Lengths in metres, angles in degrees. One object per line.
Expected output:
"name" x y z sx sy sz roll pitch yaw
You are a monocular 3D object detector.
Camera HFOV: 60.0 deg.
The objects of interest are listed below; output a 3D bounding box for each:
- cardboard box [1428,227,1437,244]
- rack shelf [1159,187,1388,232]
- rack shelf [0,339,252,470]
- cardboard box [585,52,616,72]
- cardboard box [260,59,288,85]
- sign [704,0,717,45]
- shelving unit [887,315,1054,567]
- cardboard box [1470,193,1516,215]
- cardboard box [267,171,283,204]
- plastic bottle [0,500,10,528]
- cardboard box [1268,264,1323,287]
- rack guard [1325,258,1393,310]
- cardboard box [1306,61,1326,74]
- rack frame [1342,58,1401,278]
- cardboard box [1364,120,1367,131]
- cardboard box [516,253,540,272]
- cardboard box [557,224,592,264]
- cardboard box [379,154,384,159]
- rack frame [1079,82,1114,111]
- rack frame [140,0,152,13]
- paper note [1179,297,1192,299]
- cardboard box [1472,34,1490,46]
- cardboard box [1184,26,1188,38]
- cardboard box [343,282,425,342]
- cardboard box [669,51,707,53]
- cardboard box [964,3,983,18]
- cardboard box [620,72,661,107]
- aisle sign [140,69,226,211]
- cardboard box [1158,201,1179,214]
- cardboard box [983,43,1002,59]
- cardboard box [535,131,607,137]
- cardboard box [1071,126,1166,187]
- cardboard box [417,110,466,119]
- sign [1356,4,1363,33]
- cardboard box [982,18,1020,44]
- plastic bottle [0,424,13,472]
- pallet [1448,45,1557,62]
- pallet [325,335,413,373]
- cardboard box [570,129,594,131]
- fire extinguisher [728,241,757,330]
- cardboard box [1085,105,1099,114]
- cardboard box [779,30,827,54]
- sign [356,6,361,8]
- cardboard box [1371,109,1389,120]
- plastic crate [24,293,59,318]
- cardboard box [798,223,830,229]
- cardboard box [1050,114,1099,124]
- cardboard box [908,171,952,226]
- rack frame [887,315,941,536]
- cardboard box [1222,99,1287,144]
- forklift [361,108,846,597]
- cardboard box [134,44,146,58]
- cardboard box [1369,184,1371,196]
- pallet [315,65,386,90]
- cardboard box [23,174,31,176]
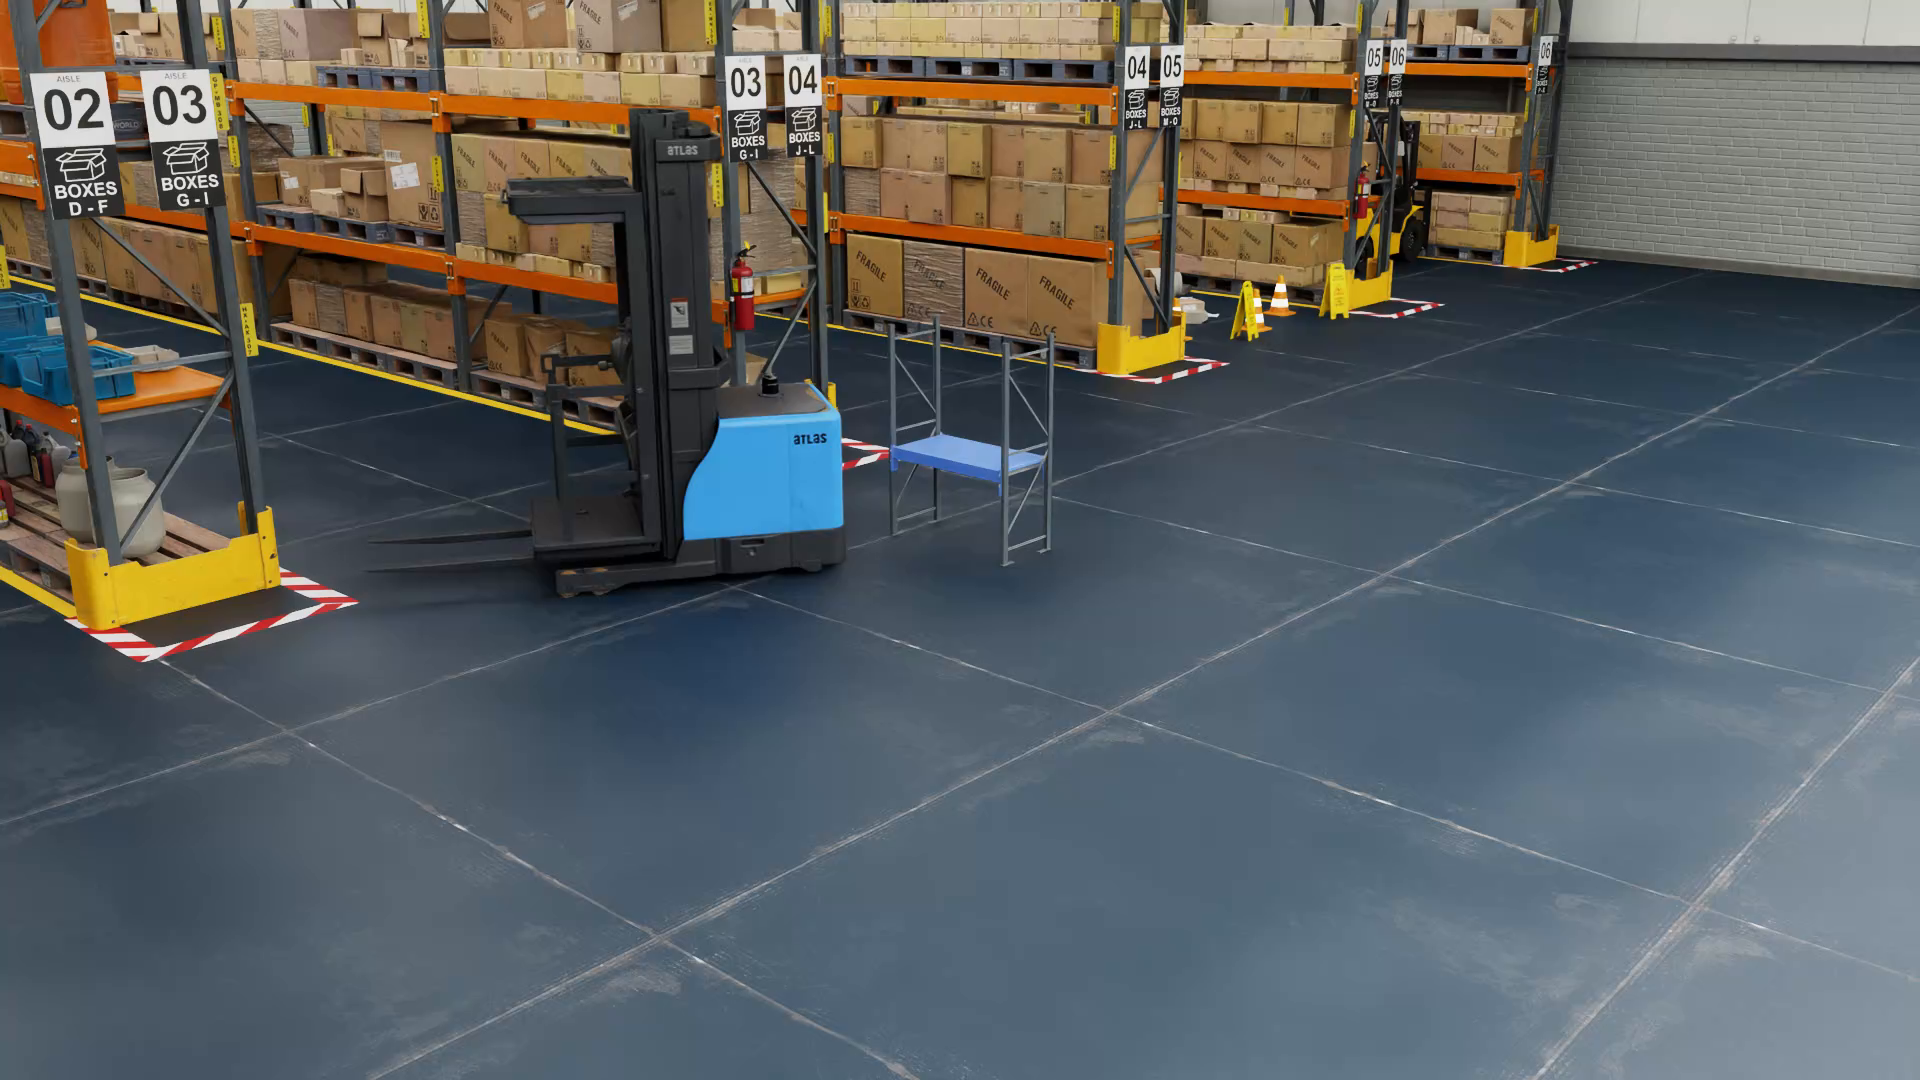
"cardboard box" 7.084 -4.647 25.148 0.500 0.250 0.500 15 23 40
"rack shelf" 3.591 -4.465 21.912 4.000 0.370 1.077 15 23 39
"rack shelf" -6.275 -1.103 11.316 4.000 0.370 1.077 15 23 39
"cardboard box" -2.874 -3.961 13.763 0.250 0.149 0.380 14 22 37
"cardboard box" -6.909 -4.874 17.300 0.500 0.250 0.500 16 23 41
"sign" -1.875 -3.895 12.503 0.005 0.325 0.100 15 23 39
"shelving unit" 0.064 -0.698 11.331 1.048 1.500 0.538 15 23 39
"cardboard box" 7.827 -4.918 24.349 0.500 0.250 0.500 16 24 41
"cardboard box" -7.658 -3.978 19.021 0.500 0.500 0.500 16 24 41
"plastic bottle" -6.444 -0.189 11.148 0.097 0.201 0.097 0 18 0
"cardboard box" 4.285 -3.402 21.225 0.500 0.250 0.500 15 23 39
"rack guard" 5.030 -3.230 20.964 0.348 0.500 1.175 15 23 39
"cardboard box" 4.426 -5.768 20.283 0.250 0.149 0.380 15 23 40
"rack frame" 5.087 -4.407 20.538 0.127 3.000 1.000 15 23 39
"cardboard box" 6.189 -6.350 25.424 0.250 0.149 0.380 15 23 39
"cardboard box" -3.785 -2.532 15.047 0.250 0.149 0.380 15 23 39
"cardboard box" -3.050 -2.757 14.683 0.500 0.500 0.875 15 23 39
"cardboard box" -8.685 -5.858 25.527 0.250 0.149 0.380 16 23 40
"rack frame" 2.395 -7.137 29.140 0.127 3.000 1.000 15 23 39
"rack frame" -10.467 -7.433 20.158 0.127 3.000 1.000 15 23 39
"paper note" 2.904 -3.118 21.387 0.148 0.019 0.142 7 19 21
"cardboard box" 7.557 -7.186 23.892 0.250 0.149 0.380 14 22 38
"cardboard box" 2.917 -6.565 21.477 0.250 0.149 0.380 14 22 37
"cardboard box" -6.109 -2.438 17.741 0.700 0.500 0.500 -16 24 -41
"cardboard box" -2.280 -4.038 14.006 0.250 0.149 0.380 15 23 39
"cardboard box" 0.259 -5.501 17.266 0.250 0.149 0.380 15 23 40
"cardboard box" -2.396 -3.662 13.480 0.500 0.250 0.500 15 23 40
"aisle sign" -4.531 -2.335 9.712 0.004 0.787 0.394 15 23 39
"cardboard box" 2.796 -4.445 22.198 0.250 0.149 0.380 16 24 41
"cardboard box" 0.453 -5.070 17.224 0.250 0.149 0.380 15 23 40
"cardboard box" -3.589 -3.505 15.389 0.500 0.500 0.500 15 23 39
"cardboard box" 1.625 -3.936 17.022 0.550 0.550 0.875 15 23 39
"cardboard box" -7.630 -6.375 24.431 0.500 0.500 0.500 14 22 37
"sign" 4.703 -6.137 19.567 0.005 0.325 0.100 15 23 39
"cardboard box" 0.577 -5.251 17.136 0.500 0.250 0.500 15 23 39
"plastic bottle" -7.193 -0.697 12.502 0.185 0.351 0.144 15 23 39
"pallet" 7.867 -7.066 24.105 1.213 0.211 1.003 15 23 39
"pallet" -5.983 -2.039 17.689 1.213 0.211 1.003 15 23 39
"cardboard box" -5.308 -5.637 23.152 0.250 0.149 0.380 16 24 41
"fire extinguisher" -1.712 -2.000 13.084 0.183 0.674 0.296 15 23 39
"cardboard box" 1.978 -6.083 23.397 0.250 0.149 0.380 15 23 39
"cardboard box" -1.750 -5.781 19.299 0.500 0.250 0.500 15 23 40
"sign" -9.707 -8.452 26.863 0.005 0.325 0.100 15 23 39
"cardboard box" 6.444 -6.460 25.280 0.250 0.149 0.380 15 23 39
"plastic crate" -6.763 -1.615 11.989 0.616 0.251 0.499 15 23 39
"cardboard box" -2.023 -5.538 26.921 0.875 0.875 0.875 15 23 40
"cardboard box" 1.597 -5.640 23.074 0.500 0.500 0.500 15 23 38
"cardboard box" -0.079 -3.829 18.471 0.550 0.550 0.875 15 23 39
"rack frame" -0.316 -0.800 11.652 0.032 1.500 0.500 15 23 39
"cardboard box" 3.736 -5.308 21.069 0.500 0.500 0.700 15 23 39
"forklift" -2.327 -1.212 10.587 3.031 2.935 1.130 -5 18 -15
"cardboard box" -9.453 -5.751 19.537 0.250 0.149 0.380 14 22 37
"cardboard box" 4.970 -4.402 20.939 0.250 0.149 0.380 15 23 39
"pallet" -5.652 -4.663 16.699 1.003 0.211 1.213 15 23 39
"cardboard box" -12.118 -4.982 22.107 0.500 0.250 0.500 14 23 38
